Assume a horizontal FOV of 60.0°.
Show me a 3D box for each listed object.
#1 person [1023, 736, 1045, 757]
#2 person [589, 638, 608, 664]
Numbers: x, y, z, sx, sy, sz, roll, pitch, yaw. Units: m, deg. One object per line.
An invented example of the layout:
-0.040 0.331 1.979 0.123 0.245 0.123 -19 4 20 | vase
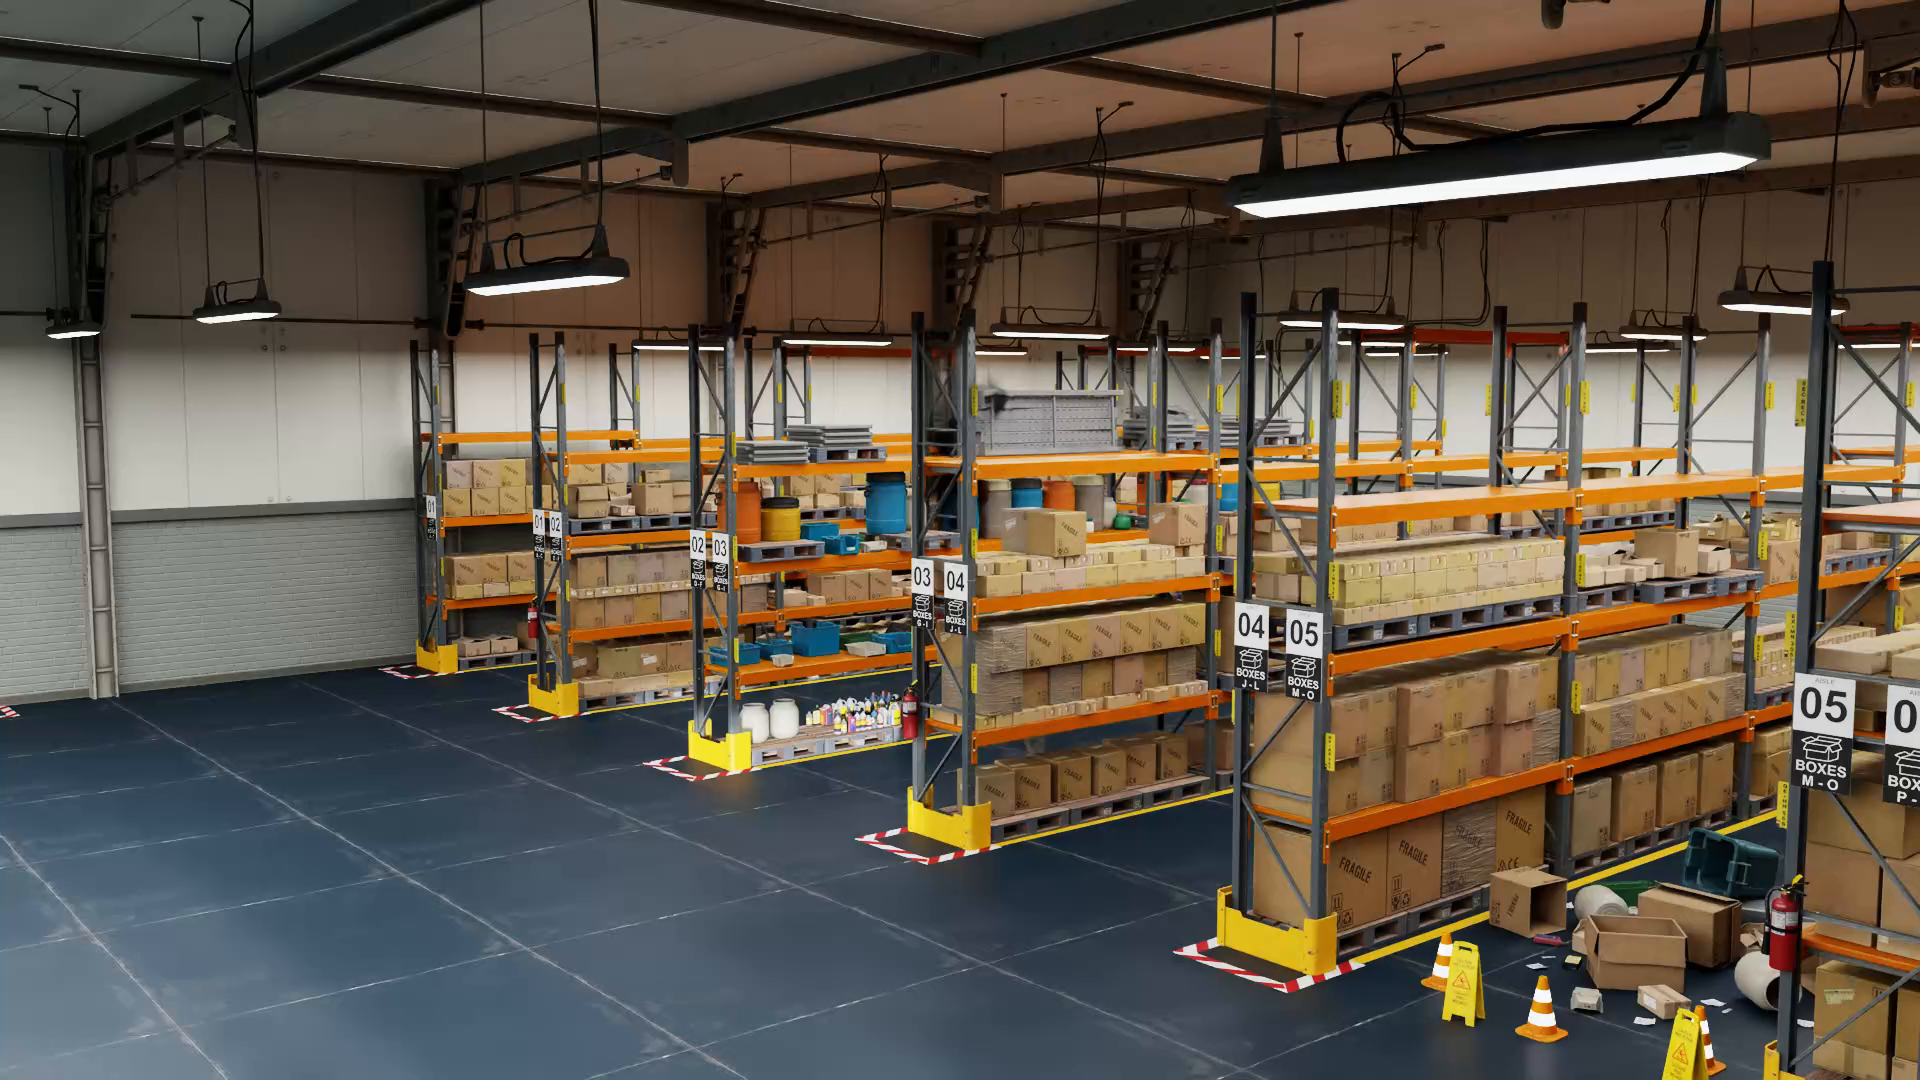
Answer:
0.841 2.050 21.581 0.458 1.666 0.592 -5 7 -42 | person
-6.251 1.628 28.732 0.657 1.707 0.971 5 7 43 | person
